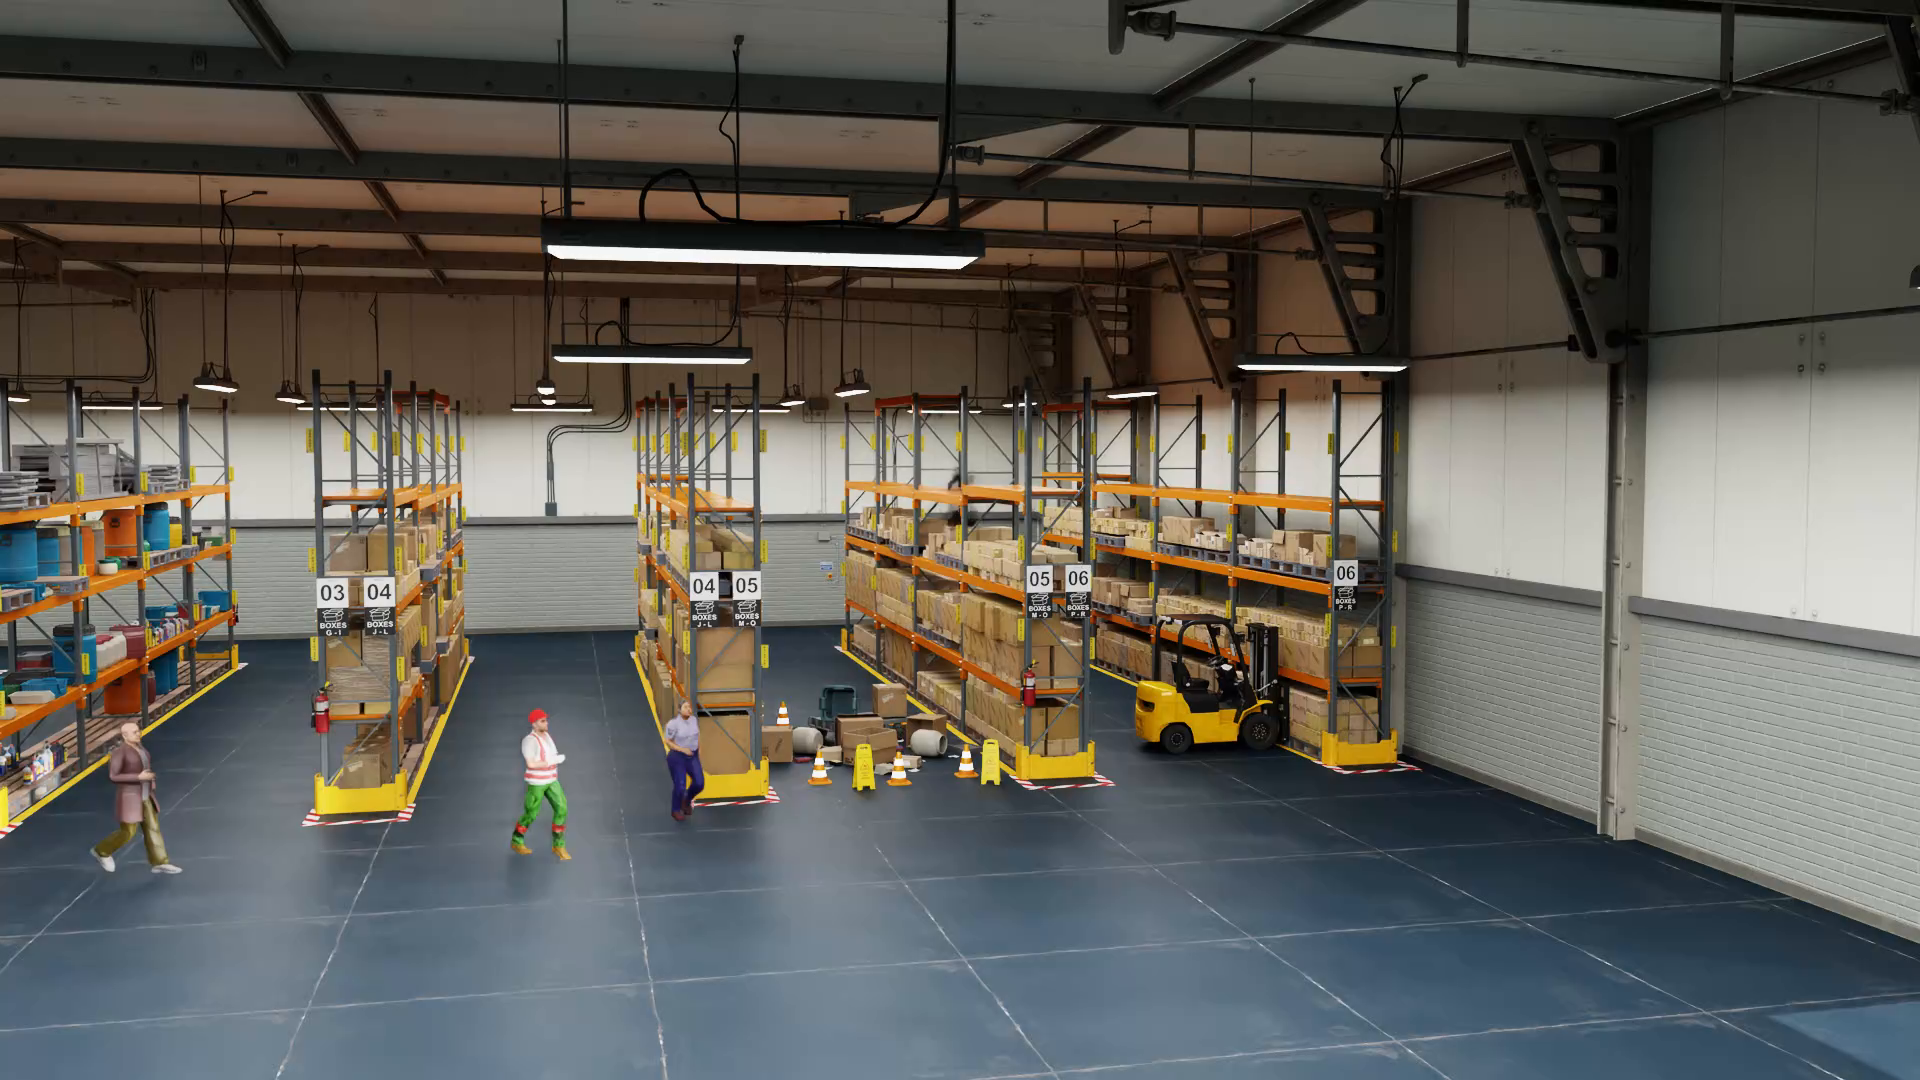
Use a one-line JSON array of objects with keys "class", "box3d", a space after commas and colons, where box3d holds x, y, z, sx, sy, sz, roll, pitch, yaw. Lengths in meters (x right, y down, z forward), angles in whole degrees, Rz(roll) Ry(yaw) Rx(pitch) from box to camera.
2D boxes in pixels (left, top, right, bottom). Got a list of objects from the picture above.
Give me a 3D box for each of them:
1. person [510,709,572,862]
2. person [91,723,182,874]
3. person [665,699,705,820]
[{"class": "person", "box3d": [-5.042, 2.946, 19.993, 0.799, 1.845, 0.648, 1, 4, 24]}, {"class": "person", "box3d": [-9.474, 2.967, 19.098, 1.088, 1.747, 0.711, 1, 3, 11]}, {"class": "person", "box3d": [-3.625, 2.916, 22.121, 0.624, 1.610, 0.573, -3, 5, -43]}]
